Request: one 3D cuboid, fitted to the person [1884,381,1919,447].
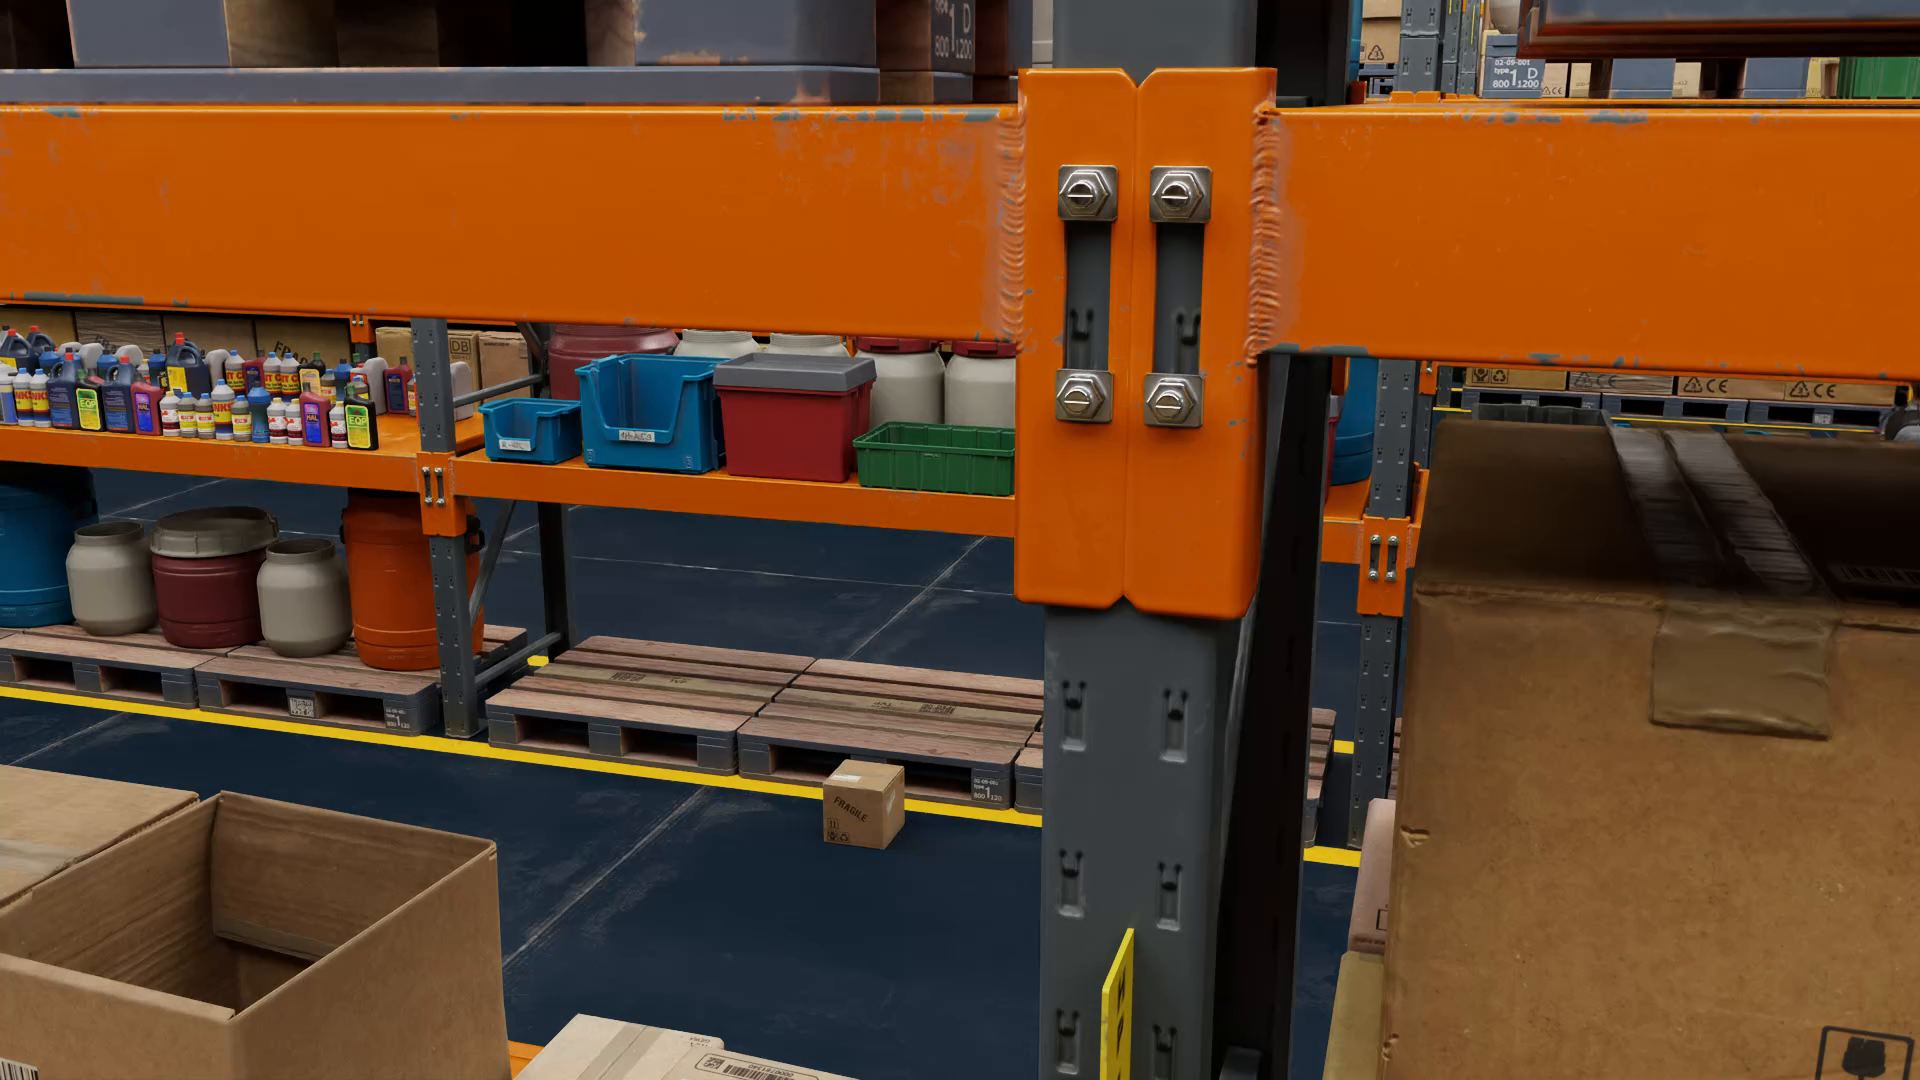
[{"bbox_3d":[4.371,0.011,7.476,0.897,1.690,0.561,5,16,17],"label":"person"}]
